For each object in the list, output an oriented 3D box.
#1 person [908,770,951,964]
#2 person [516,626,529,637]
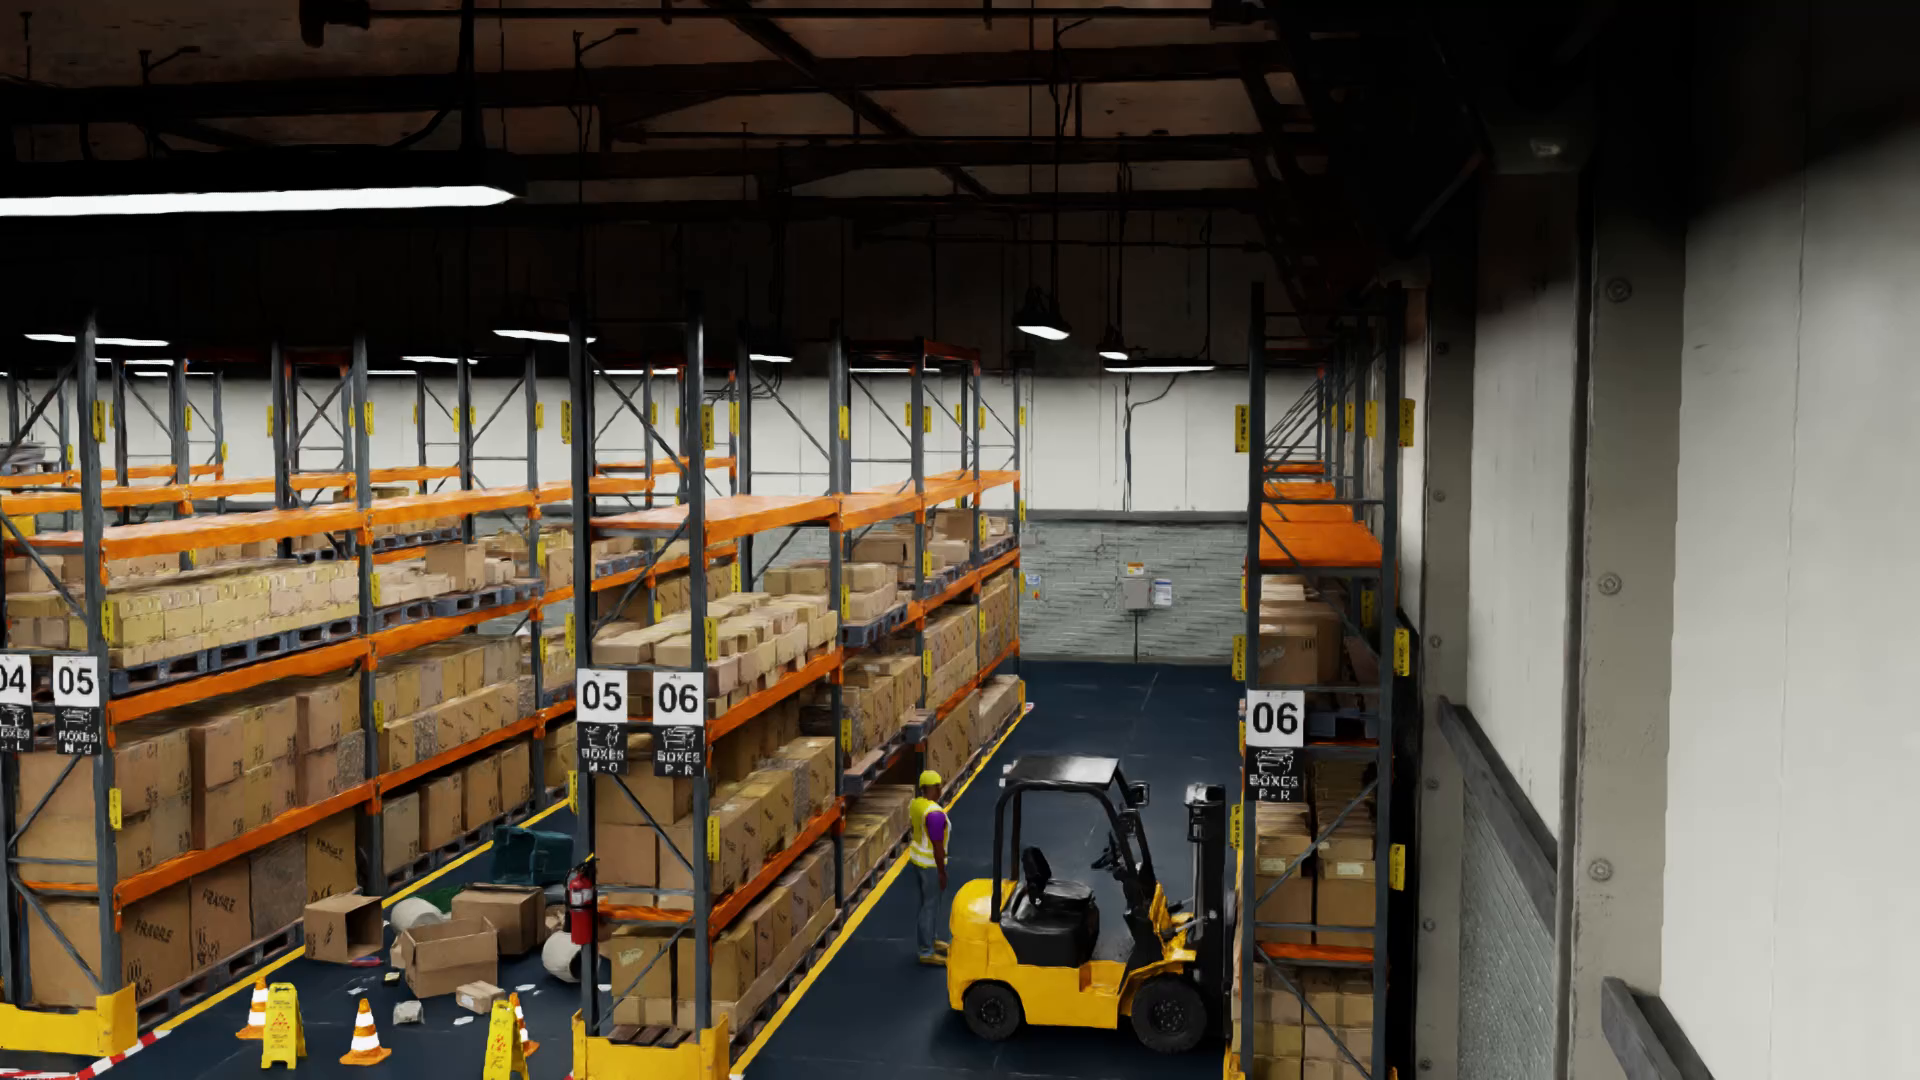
[{"bbox_3d":[-0.237,3.017,15.531,0.447,1.771,0.632,-2,5,-21],"label":"person"},{"bbox_3d":[-6.884,2.192,26.295,0.543,1.700,1.116,1,5,8],"label":"person"}]
